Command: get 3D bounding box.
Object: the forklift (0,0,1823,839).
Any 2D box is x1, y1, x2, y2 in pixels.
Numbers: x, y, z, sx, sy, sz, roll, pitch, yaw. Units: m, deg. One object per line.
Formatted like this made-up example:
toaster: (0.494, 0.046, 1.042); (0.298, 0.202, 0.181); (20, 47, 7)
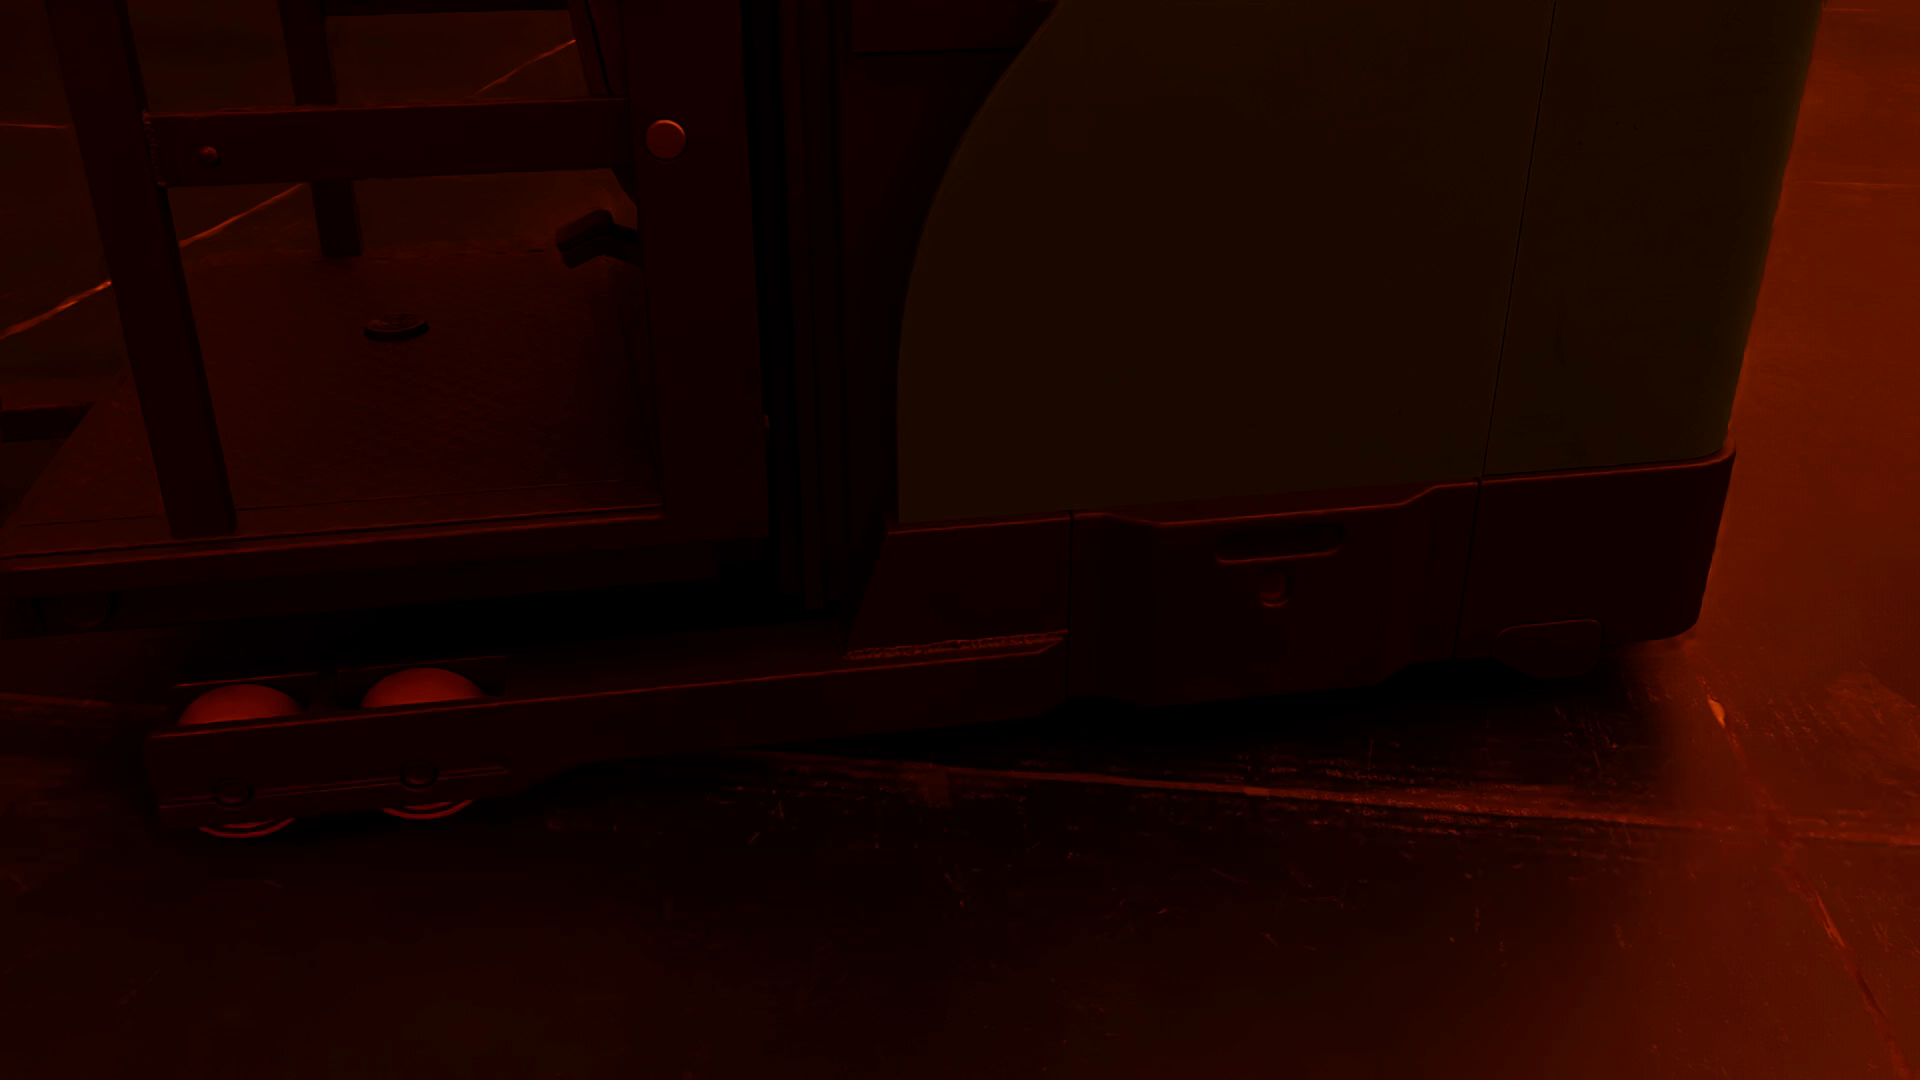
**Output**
forklift: (-0.607, -1.238, 1.698); (3.031, 2.935, 1.130); (-5, 27, -9)
